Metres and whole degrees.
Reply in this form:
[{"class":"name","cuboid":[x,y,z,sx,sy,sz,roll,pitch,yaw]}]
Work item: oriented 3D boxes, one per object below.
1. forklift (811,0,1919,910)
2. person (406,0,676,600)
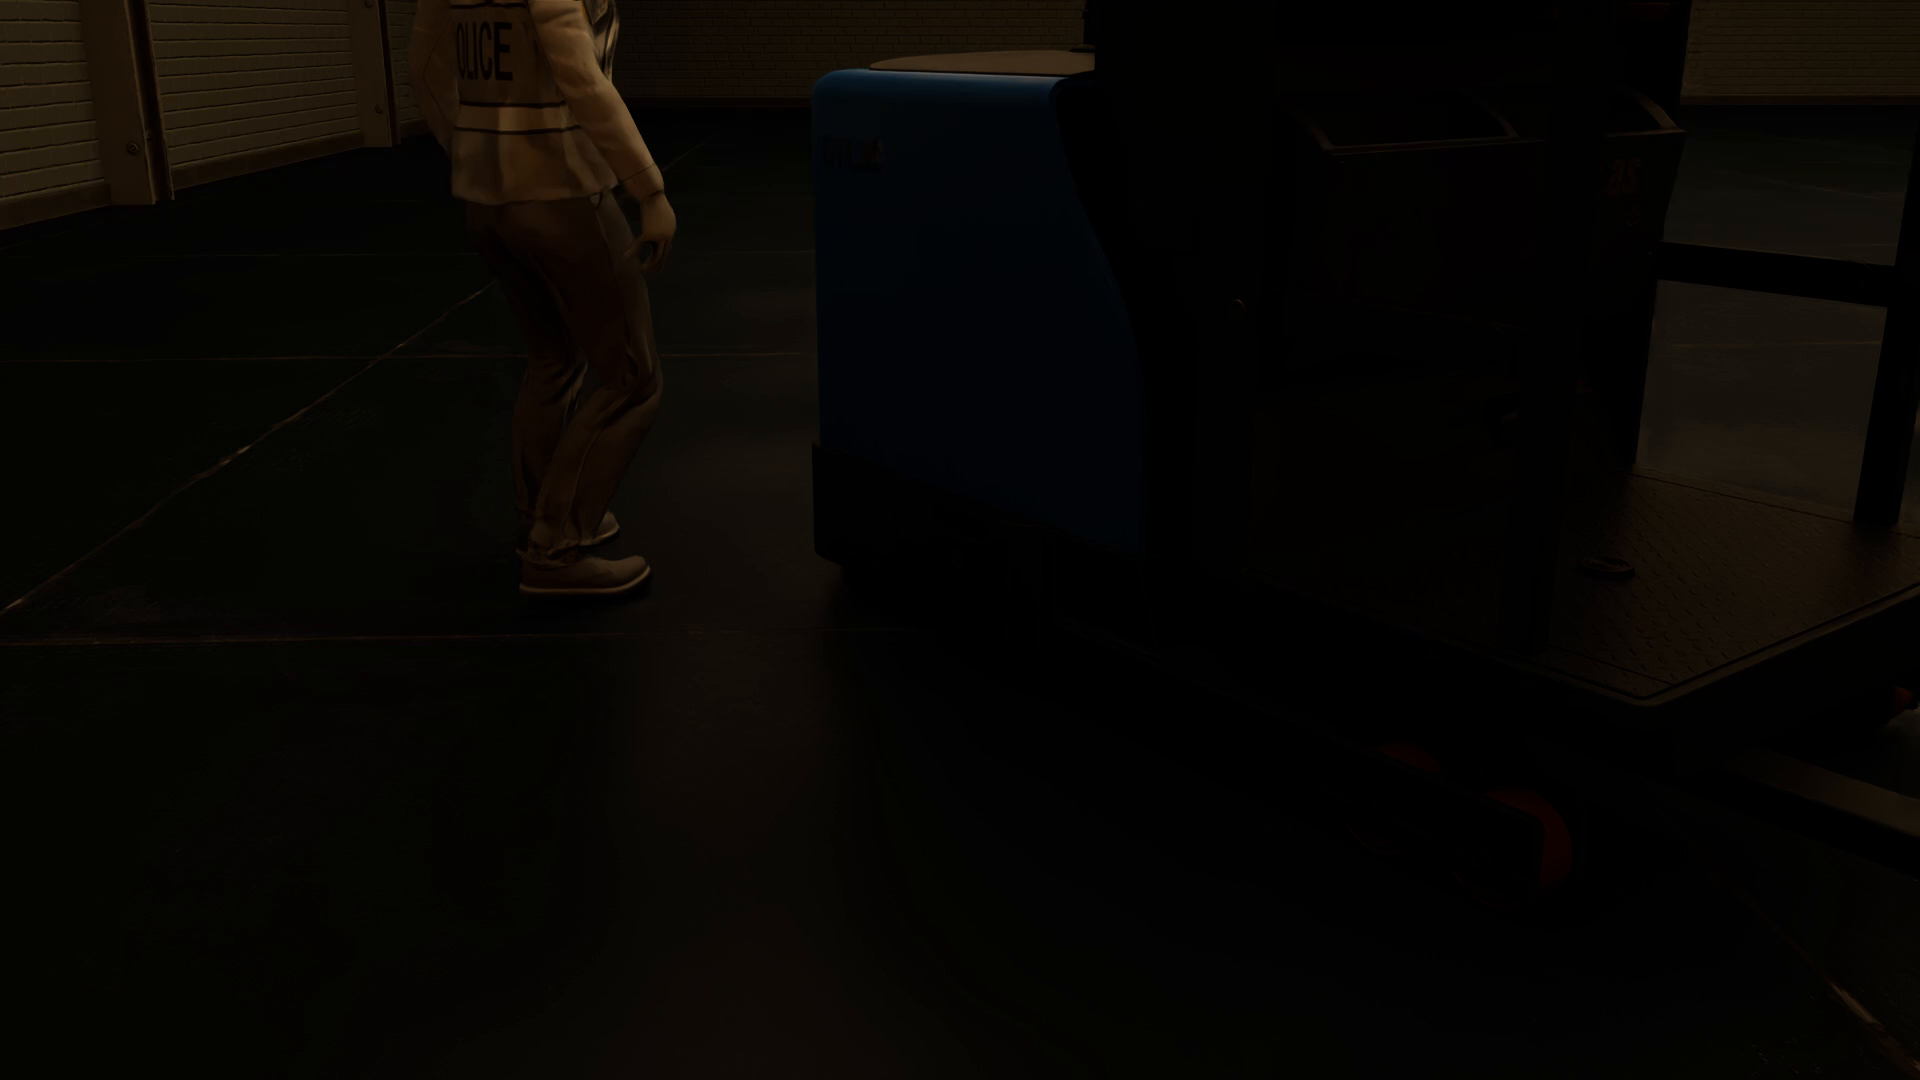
[{"class":"forklift","cuboid":[0.977,-1.060,2.374,1.130,2.935,3.031,-13,21,-35]},{"class":"person","cuboid":[-0.806,-0.696,3.408,0.432,1.625,0.764,-15,22,-40]}]
